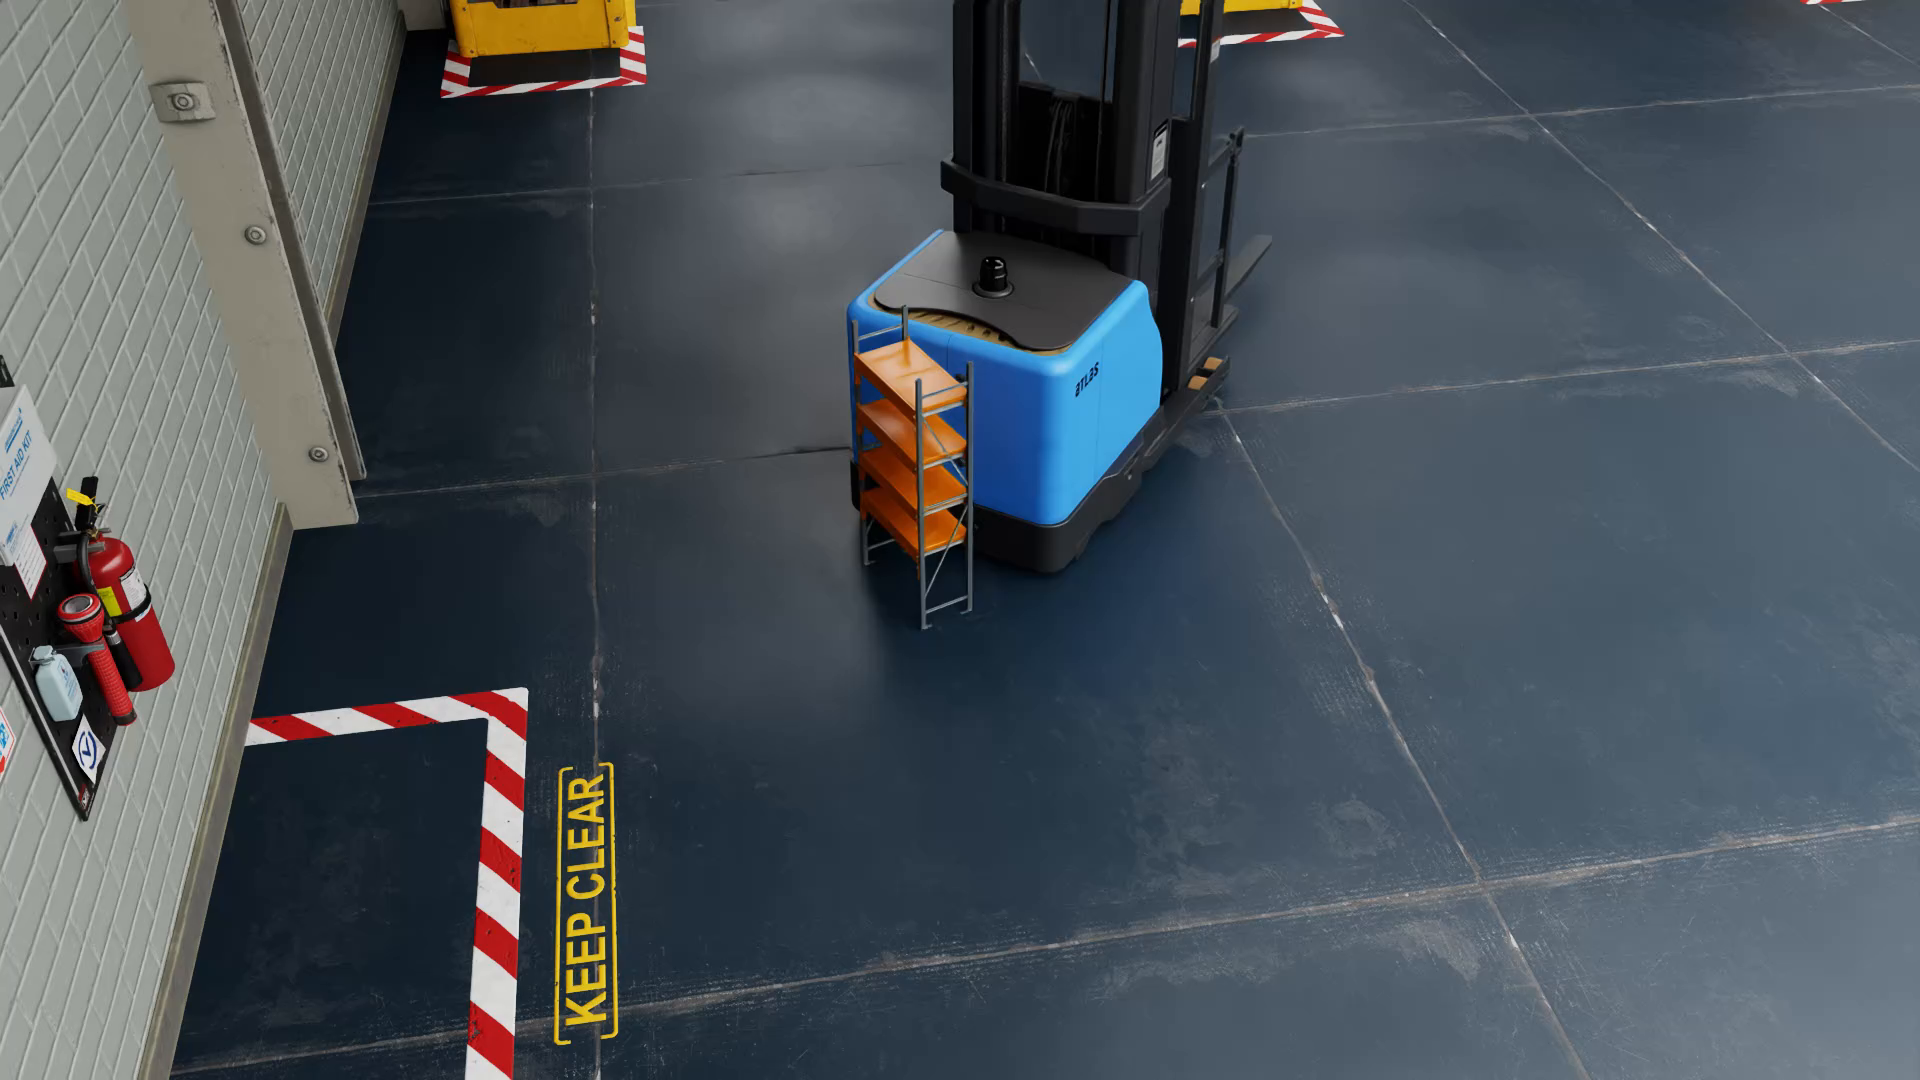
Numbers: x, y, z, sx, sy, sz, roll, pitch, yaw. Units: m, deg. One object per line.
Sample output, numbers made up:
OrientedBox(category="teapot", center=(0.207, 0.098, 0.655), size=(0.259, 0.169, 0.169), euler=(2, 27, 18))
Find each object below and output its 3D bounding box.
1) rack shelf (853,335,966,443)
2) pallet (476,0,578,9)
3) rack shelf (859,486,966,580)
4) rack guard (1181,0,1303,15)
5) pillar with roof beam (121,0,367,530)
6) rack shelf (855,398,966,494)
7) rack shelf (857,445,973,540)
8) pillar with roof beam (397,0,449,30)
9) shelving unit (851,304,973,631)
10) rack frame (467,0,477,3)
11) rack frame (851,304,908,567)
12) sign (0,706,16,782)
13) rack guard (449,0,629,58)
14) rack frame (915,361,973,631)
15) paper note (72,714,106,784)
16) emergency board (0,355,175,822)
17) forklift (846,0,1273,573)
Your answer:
OrientedBox(category="rack shelf", center=(-0.184, -0.584, 6.383), size=(0.258, 0.148, 0.480), euler=(-20, 42, -24))
OrientedBox(category="pallet", center=(-3.047, -4.096, 12.350), size=(1.003, 0.211, 1.213), euler=(-6, 38, -8))
OrientedBox(category="rack shelf", center=(-0.184, -0.064, 6.787), size=(0.258, 0.148, 0.480), euler=(-20, 42, -24))
OrientedBox(category="rack guard", center=(1.954, -4.190, 12.236), size=(1.175, 0.500, 0.348), euler=(-6, 38, -8))
OrientedBox(category="pillar with roof beam", center=(1.390, -4.194, 5.314), size=(9.100, 9.000, 0.400), euler=(-6, 38, -8))
OrientedBox(category="rack shelf", center=(-0.184, -0.397, 6.528), size=(0.258, 0.148, 0.480), euler=(-20, 42, -24))
OrientedBox(category="rack shelf", center=(-0.184, -0.221, 6.666), size=(0.258, 0.148, 0.480), euler=(-20, 42, -24))
OrientedBox(category="pillar with roof beam", center=(0.338, -7.818, 9.979), size=(9.100, 9.000, 0.400), euler=(-6, 38, -8))
OrientedBox(category="shelving unit", center=(-0.184, -0.274, 6.624), size=(0.258, 1.200, 0.503), euler=(-20, 42, -24))
OrientedBox(category="rack frame", center=(-2.926, -4.656, 10.799), size=(1.000, 3.000, 0.127), euler=(-6, 38, -8))
OrientedBox(category="rack frame", center=(-0.310, -0.402, 6.789), size=(0.240, 1.200, 0.015), euler=(-20, 42, -24))
OrientedBox(category="sign", center=(-2.458, 0.466, 4.177), size=(0.001, 0.329, 0.234), euler=(-6, 38, -8))
OrientedBox(category="rack guard", center=(-2.940, -3.715, 11.625), size=(1.175, 0.500, 0.348), euler=(-6, 38, -8))
OrientedBox(category="rack frame", center=(-0.057, -0.146, 6.460), size=(0.240, 1.200, 0.015), euler=(-20, 42, -24))
OrientedBox(category="paper note", center=(-2.490, 0.597, 4.755), size=(0.016, 0.148, 0.142), euler=(-6, 38, -8))
OrientedBox(category="emergency board", center=(-2.453, 0.135, 4.632), size=(0.194, 1.169, 0.643), euler=(-6, 38, -8))
OrientedBox(category="forklift", center=(0.672, -1.909, 7.318), size=(1.130, 2.935, 3.031), euler=(19, 42, 22))
